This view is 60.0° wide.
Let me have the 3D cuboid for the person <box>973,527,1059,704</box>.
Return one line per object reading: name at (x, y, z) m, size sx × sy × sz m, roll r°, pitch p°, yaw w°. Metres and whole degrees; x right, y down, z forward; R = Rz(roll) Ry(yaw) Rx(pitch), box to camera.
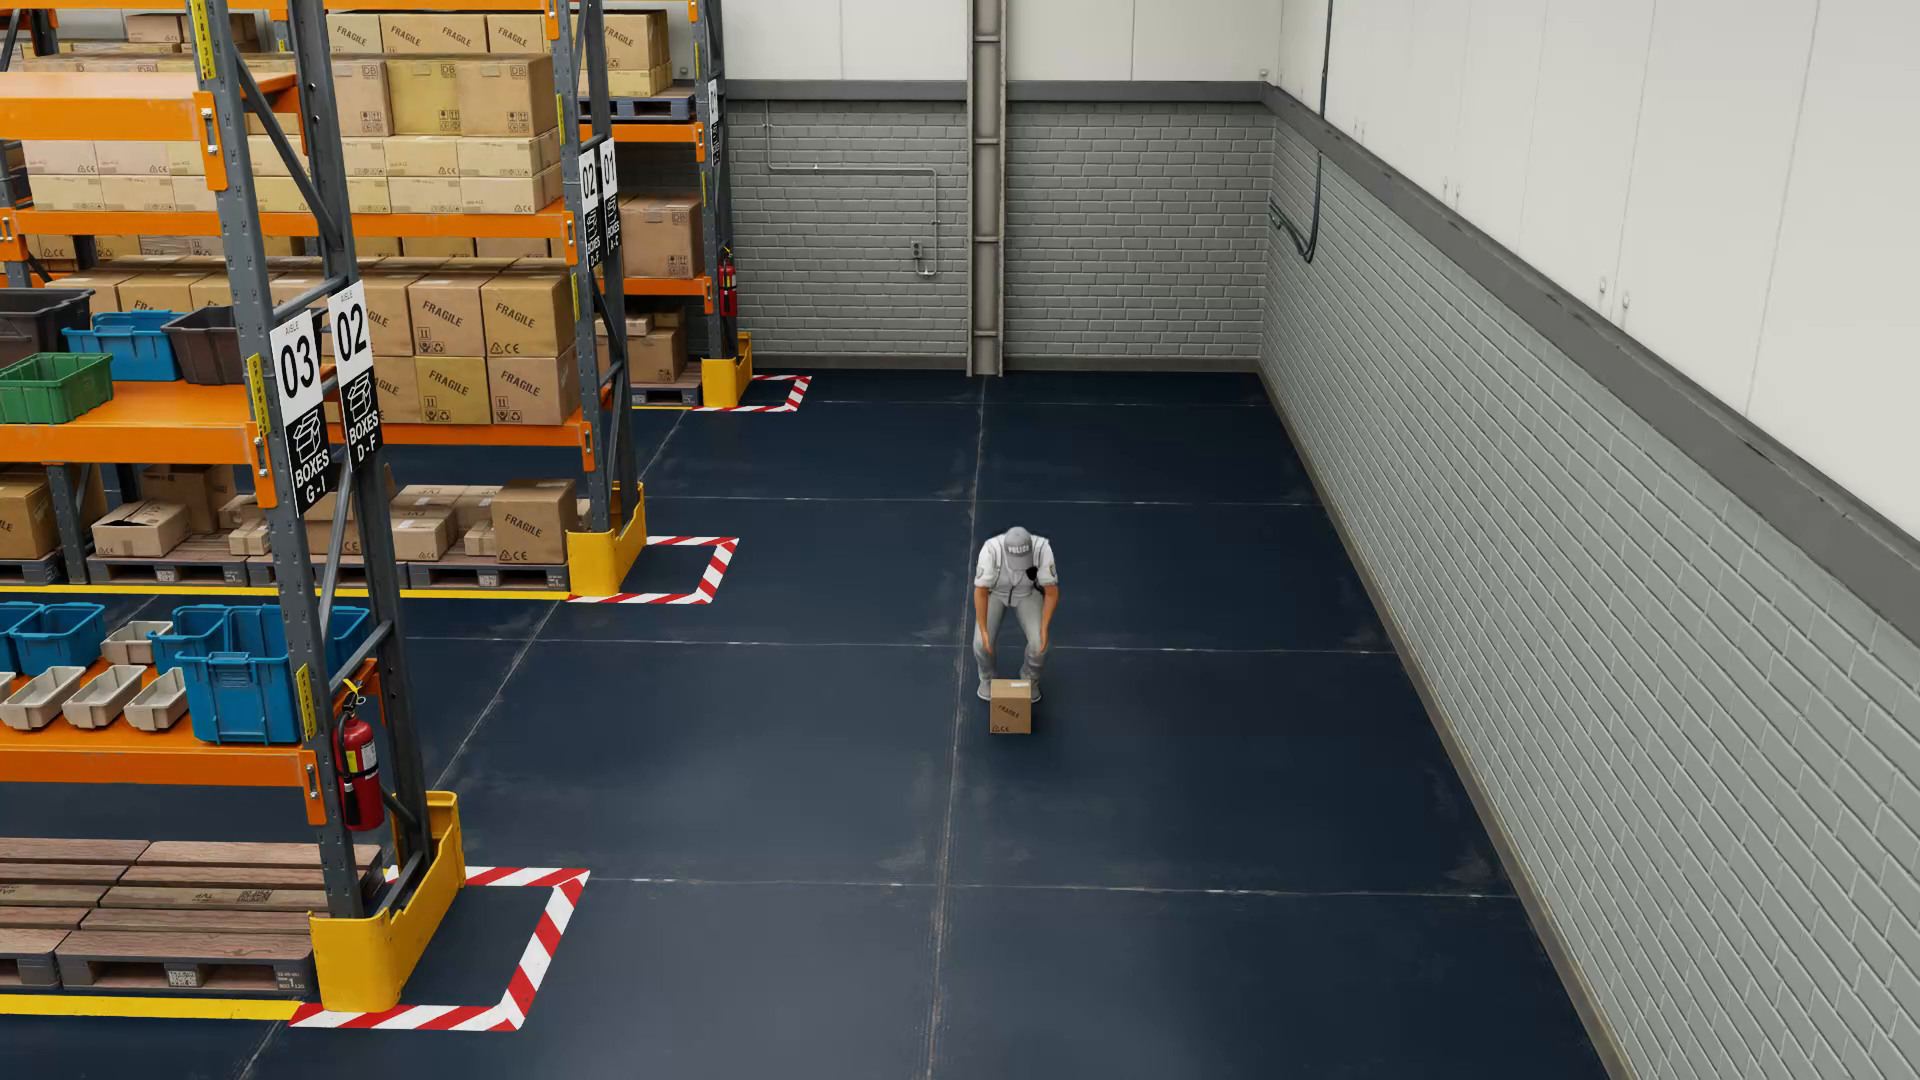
person at (0.350, 0.423, 10.543) m, size 0.533 × 1.265 × 0.785 m, roll 1°, pitch 21°, yaw 2°
